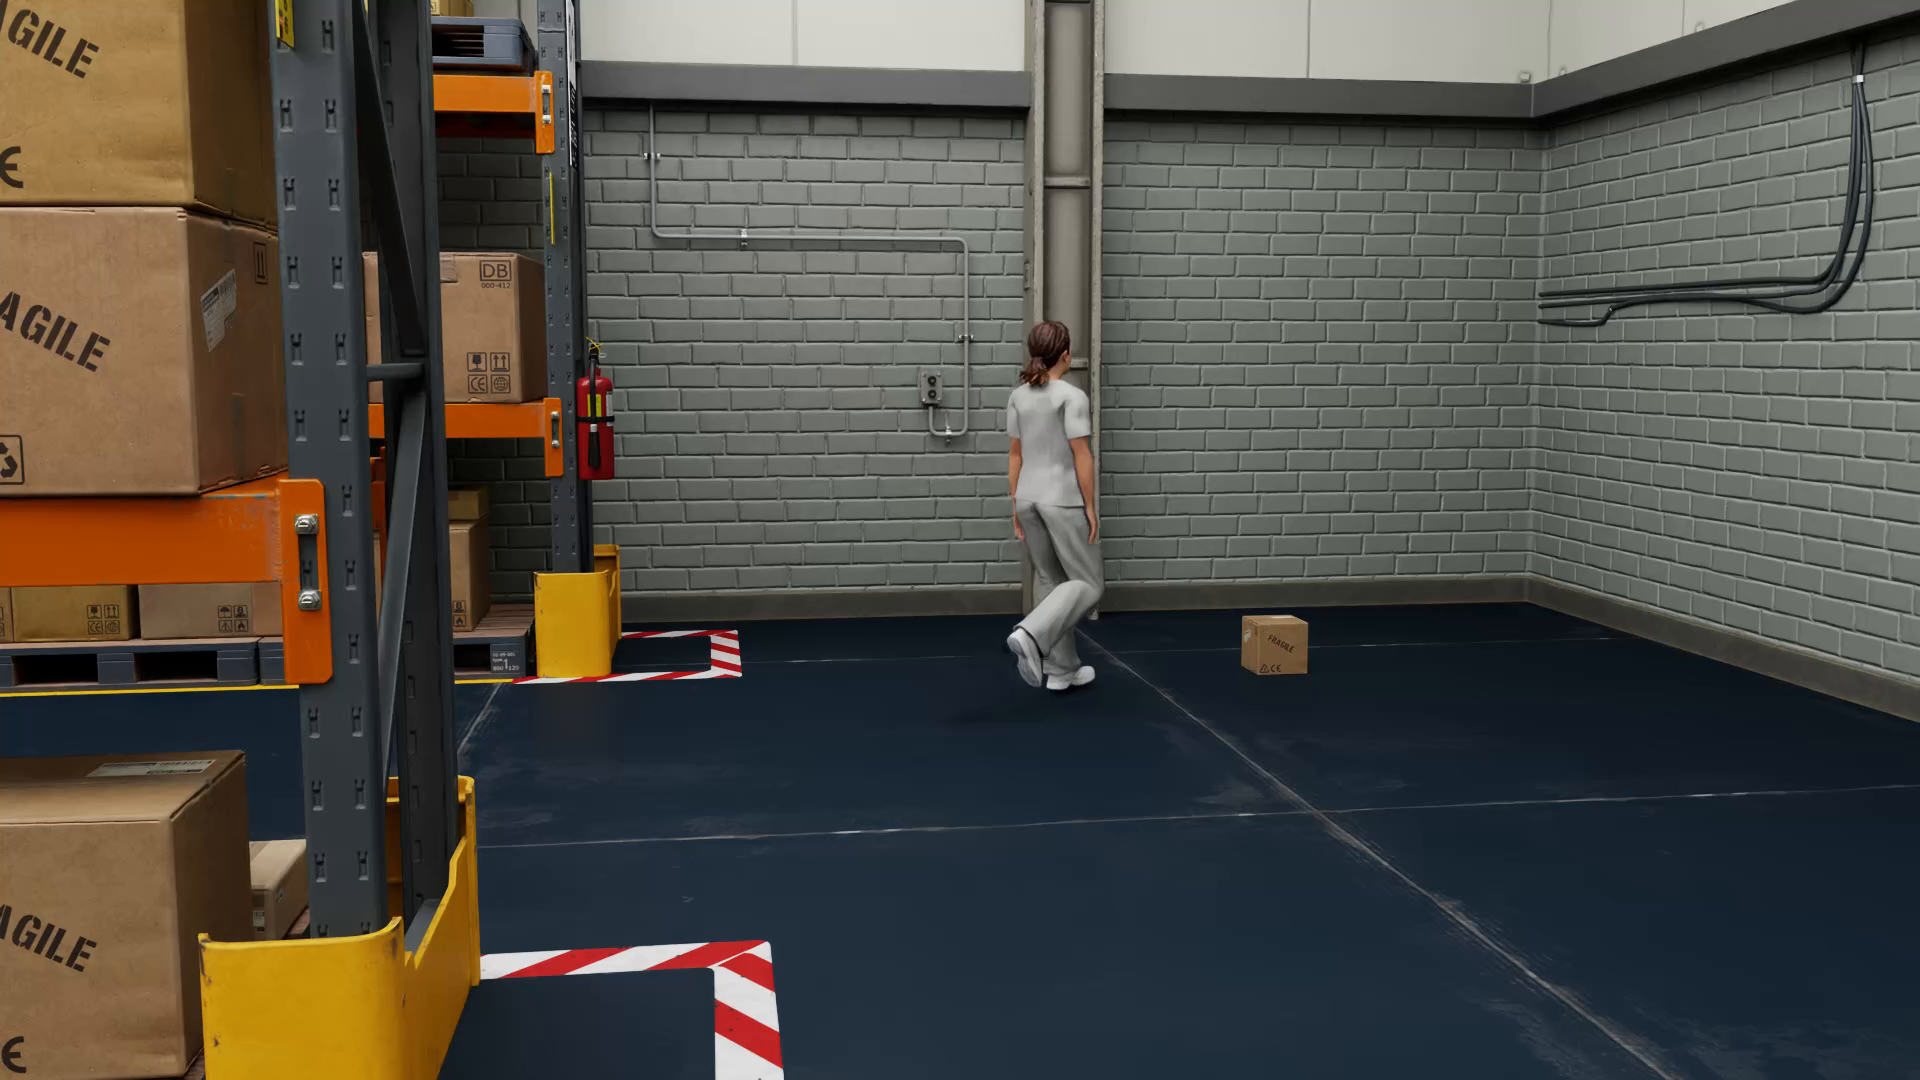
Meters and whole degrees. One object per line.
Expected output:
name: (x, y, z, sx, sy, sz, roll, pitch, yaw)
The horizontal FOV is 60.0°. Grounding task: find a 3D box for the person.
person: (0.396, -0.135, 7.375, 0.456, 1.652, 0.708, 6, 9, 41)
